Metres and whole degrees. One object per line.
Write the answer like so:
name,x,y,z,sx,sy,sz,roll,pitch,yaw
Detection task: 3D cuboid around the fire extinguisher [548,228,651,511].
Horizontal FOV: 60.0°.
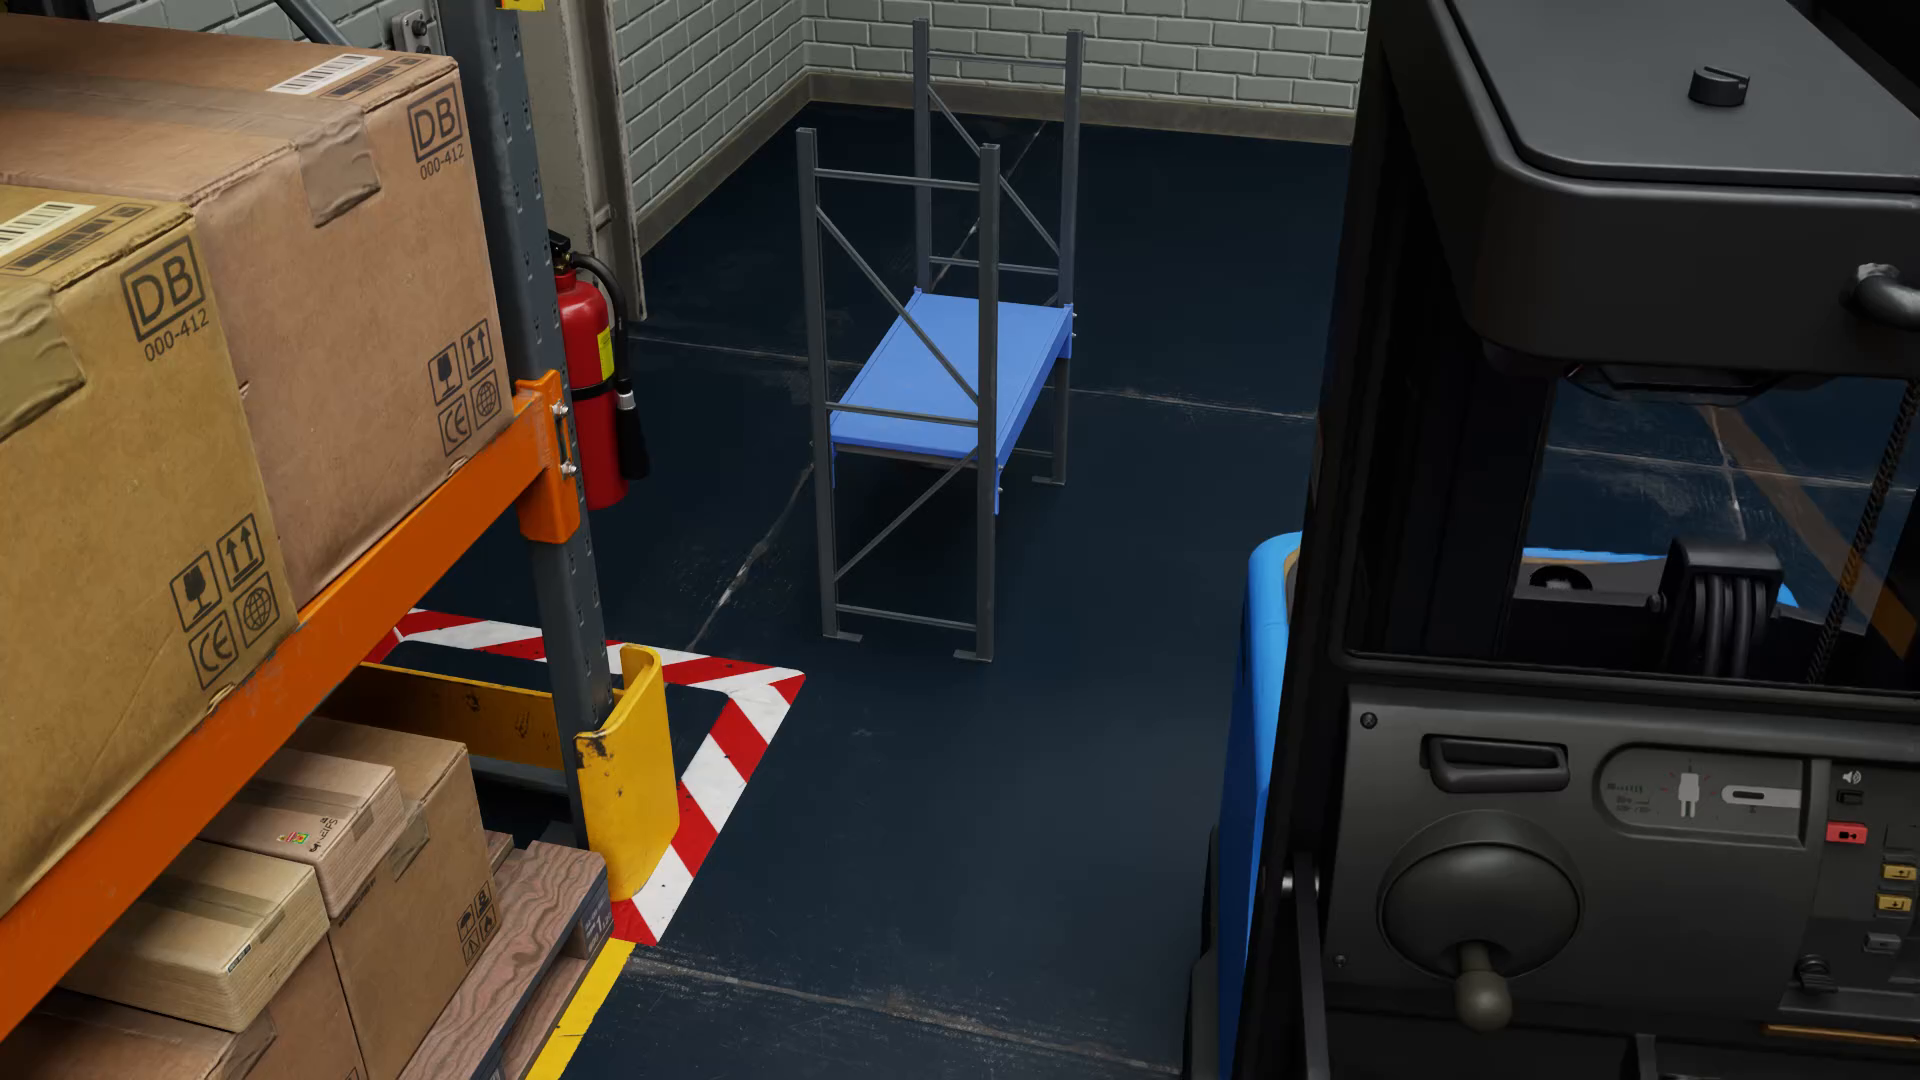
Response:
fire extinguisher,-0.813,-0.388,3.484,0.296,0.674,0.183,8,33,12

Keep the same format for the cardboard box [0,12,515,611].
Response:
cardboard box,-1.418,-0.423,2.840,0.980,0.700,0.700,10,34,15

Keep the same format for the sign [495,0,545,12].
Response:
sign,-0.776,-1.070,2.837,0.100,0.325,0.005,8,33,12

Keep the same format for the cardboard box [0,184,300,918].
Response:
cardboard box,-1.591,-0.044,2.243,0.980,0.700,0.700,8,33,12

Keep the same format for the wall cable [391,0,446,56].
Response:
wall cable,-1.888,-1.784,4.314,0.084,1.984,1.851,8,33,12

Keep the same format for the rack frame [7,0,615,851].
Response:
rack frame,-1.298,-0.562,3.339,1.000,3.000,0.127,8,33,12

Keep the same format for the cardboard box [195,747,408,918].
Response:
cardboard box,-1.235,0.510,2.986,0.380,0.149,0.250,8,33,12

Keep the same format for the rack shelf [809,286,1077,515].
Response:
rack shelf,-0.022,-0.437,4.875,0.538,0.185,1.000,8,33,12

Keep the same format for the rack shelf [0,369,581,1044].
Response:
rack shelf,-1.805,0.779,1.899,1.077,0.370,4.000,8,33,12

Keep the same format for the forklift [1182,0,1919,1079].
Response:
forklift,0.898,0.459,1.796,1.130,2.935,3.031,4,33,6

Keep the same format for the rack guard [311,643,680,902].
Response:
rack guard,-1.292,0.480,4.029,1.175,0.500,0.348,8,33,12

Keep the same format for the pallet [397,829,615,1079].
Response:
pallet,-1.425,1.040,3.417,1.003,0.211,1.213,8,33,12

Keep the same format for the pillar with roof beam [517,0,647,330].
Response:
pillar with roof beam,2.715,-4.027,3.196,9.100,9.000,0.400,8,33,12

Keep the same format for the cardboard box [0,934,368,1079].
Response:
cardboard box,-1.506,0.952,2.895,0.700,0.500,0.500,8,33,12

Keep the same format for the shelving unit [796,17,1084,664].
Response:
shelving unit,-0.022,-0.589,4.778,0.538,1.500,1.048,8,33,12

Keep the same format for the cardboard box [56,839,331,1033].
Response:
cardboard box,-1.299,0.643,2.777,0.380,0.149,0.250,9,34,14

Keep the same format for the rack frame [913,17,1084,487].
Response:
rack frame,0.107,-0.852,5.193,0.500,1.500,0.032,8,33,12

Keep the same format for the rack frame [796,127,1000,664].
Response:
rack frame,-0.151,-0.325,4.363,0.500,1.500,0.032,8,33,12

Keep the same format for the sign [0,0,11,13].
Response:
sign,-1.833,-1.040,3.209,0.100,0.325,0.005,8,33,12

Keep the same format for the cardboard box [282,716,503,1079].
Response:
cardboard box,-1.379,0.692,3.304,0.700,0.500,0.500,8,33,12
